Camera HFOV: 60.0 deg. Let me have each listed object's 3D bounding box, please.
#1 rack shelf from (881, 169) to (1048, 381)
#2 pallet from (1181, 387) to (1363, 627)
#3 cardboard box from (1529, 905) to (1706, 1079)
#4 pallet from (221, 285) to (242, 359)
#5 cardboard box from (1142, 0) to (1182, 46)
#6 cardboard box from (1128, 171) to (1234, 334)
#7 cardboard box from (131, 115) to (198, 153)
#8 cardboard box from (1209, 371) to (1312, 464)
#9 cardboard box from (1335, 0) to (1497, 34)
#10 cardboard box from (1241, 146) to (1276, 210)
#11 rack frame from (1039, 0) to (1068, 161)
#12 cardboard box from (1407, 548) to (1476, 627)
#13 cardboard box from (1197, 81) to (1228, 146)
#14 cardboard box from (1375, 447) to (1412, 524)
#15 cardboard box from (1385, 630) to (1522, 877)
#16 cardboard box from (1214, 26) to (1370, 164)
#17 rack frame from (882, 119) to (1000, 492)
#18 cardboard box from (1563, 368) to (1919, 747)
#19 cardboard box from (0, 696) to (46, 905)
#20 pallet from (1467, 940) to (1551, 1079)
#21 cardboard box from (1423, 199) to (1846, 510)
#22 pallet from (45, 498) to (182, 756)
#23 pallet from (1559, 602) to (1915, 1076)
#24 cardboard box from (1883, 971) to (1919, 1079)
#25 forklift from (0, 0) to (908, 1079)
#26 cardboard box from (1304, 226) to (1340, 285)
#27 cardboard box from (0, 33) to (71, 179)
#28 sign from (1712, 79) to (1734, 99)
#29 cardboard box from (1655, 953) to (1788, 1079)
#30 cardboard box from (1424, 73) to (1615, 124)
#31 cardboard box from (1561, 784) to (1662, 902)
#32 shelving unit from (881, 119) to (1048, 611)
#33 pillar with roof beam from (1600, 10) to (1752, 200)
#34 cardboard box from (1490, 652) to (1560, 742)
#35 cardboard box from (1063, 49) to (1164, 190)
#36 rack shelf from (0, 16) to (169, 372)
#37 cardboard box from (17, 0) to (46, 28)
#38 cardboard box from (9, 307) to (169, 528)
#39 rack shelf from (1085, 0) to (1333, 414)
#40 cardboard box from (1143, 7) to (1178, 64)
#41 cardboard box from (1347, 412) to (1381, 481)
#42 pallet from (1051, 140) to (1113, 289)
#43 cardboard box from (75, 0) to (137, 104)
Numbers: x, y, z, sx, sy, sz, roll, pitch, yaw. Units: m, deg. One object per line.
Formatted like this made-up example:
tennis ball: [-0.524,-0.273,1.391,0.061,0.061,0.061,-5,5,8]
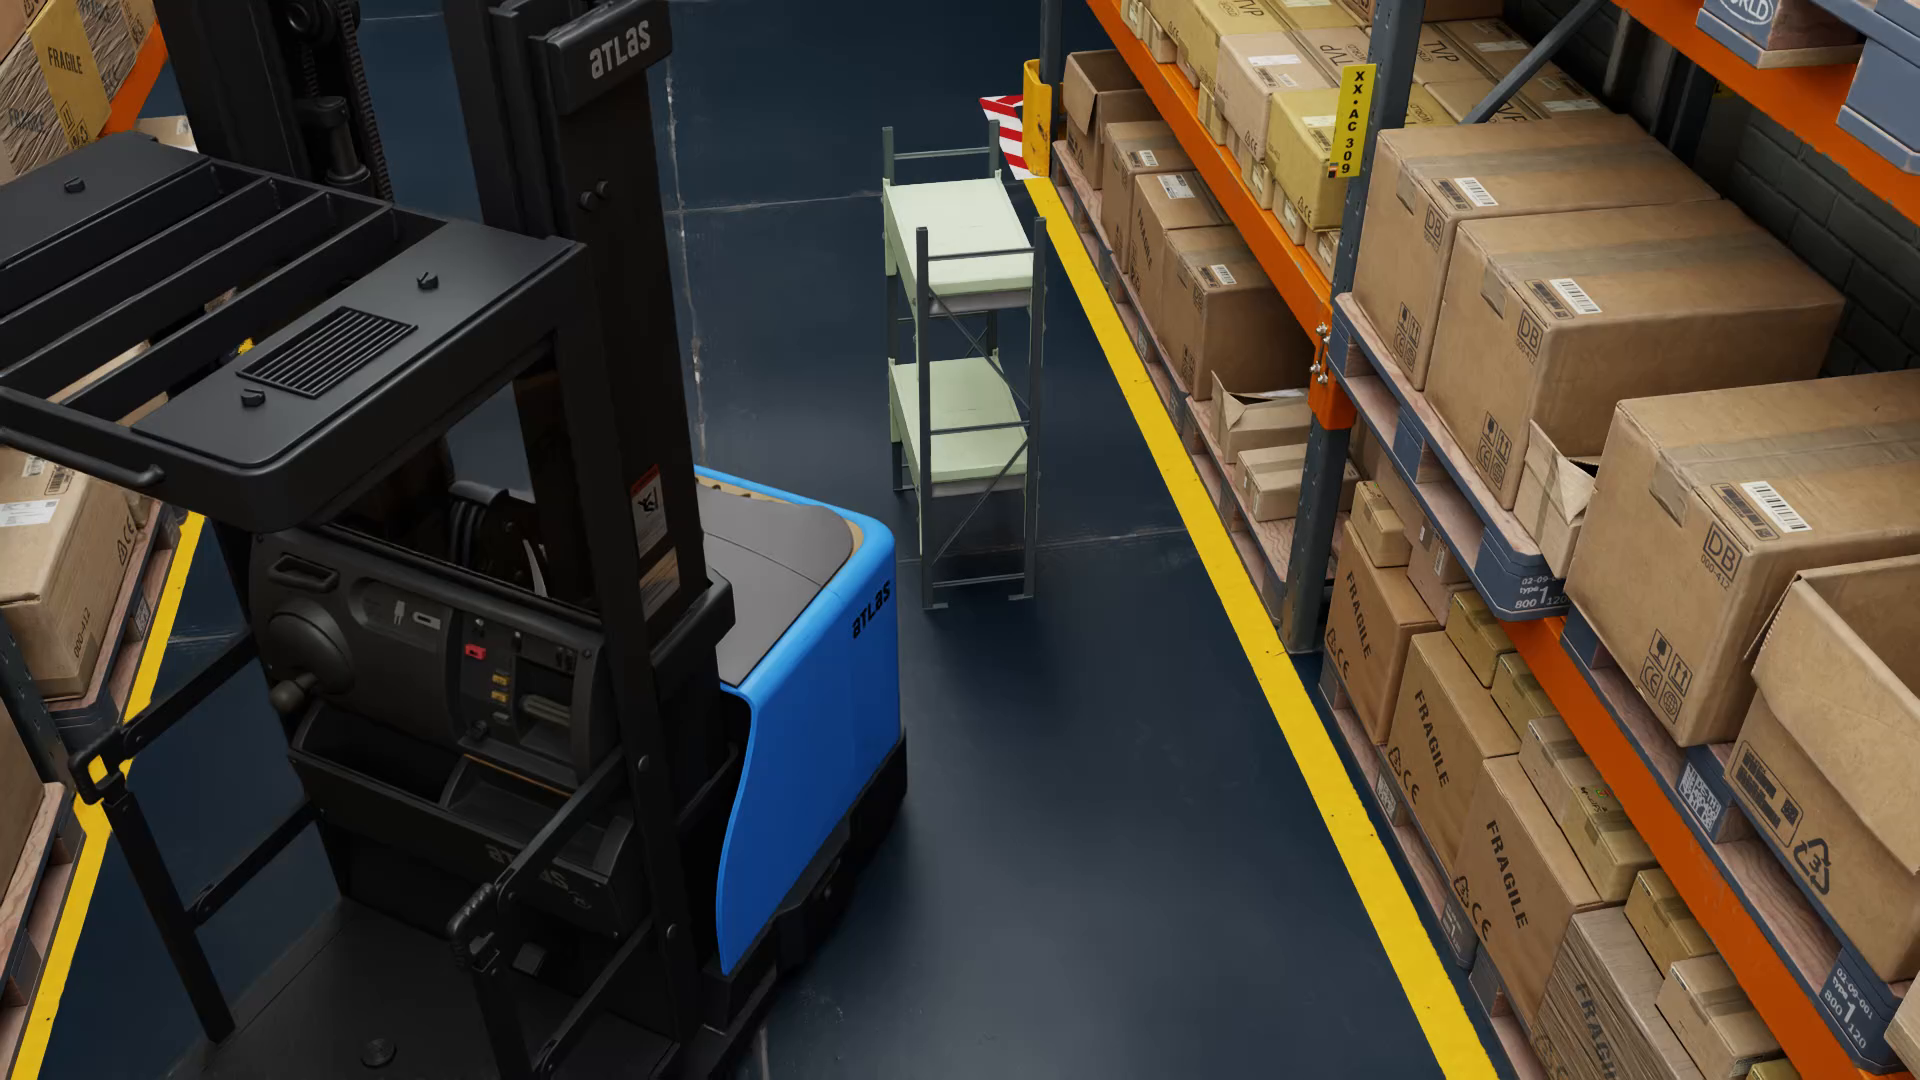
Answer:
rack shelf: [0.001,-0.896,5.545,0.431,0.370,0.720,-6,38,-8]
pallet: [1.495,-0.186,6.318,1.003,0.211,1.213,-6,38,-8]
cardboard box: [1.749,1.201,3.954,0.500,0.500,0.500,-8,38,-10]
pallet: [-3.756,-1.177,7.593,1.003,0.211,1.213,-6,38,-8]
cardboard box: [1.019,-2.127,6.423,0.500,0.250,0.500,-7,38,-9]
cardboard box: [1.033,-1.237,7.093,0.500,0.500,0.500,-6,38,-7]
cardboard box: [-3.759,-1.519,7.506,0.875,0.438,0.875,-7,38,-9]
cardboard box: [1.165,-0.480,6.308,0.396,0.266,0.258,-5,38,-6]
cardboard box: [1.610,-1.873,6.096,0.500,0.250,0.500,-5,38,-7]
cardboard box: [1.174,-1.248,5.617,0.380,0.149,0.250,-5,38,-7]
rack frame: [0.913,-3.289,8.038,1.000,3.000,0.127,-6,38,-8]
cardboard box: [1.540,0.097,4.847,0.380,0.149,0.250,-7,38,-9]
cardboard box: [1.082,-1.561,6.019,0.380,0.149,0.250,-7,38,-9]
cardboard box: [1.475,-0.186,4.969,0.380,0.149,0.250,-7,38,-9]
cardboard box: [1.581,0.585,4.747,0.500,0.500,0.500,-7,38,-9]
cardboard box: [1.183,-1.513,5.633,0.500,0.250,0.500,-6,38,-8]
rack frame: [-0.063,-0.809,6.069,0.400,1.500,0.023,-6,38,-8]
cardboard box: [1.708,0.025,3.349,0.700,0.500,0.500,-6,38,-8]
cardboard box: [-3.084,0.702,4.290,0.875,0.875,0.875,-5,38,-7]
pallet: [2.012,1.454,4.206,1.003,0.211,1.213,-6,38,-8]
cardboard box: [1.570,-0.449,3.959,0.700,0.500,0.500,-6,38,-7]
pallet: [-3.328,0.297,5.696,1.003,0.211,1.213,-6,38,-8]
pallet: [1.970,0.445,3.389,1.003,0.211,1.213,-6,38,-8]
cardboard box: [1.812,0.834,2.511,0.500,0.250,0.500,-8,39,-10]
forklift: [-1.258,0.328,3.438,1.130,2.935,3.031,16,41,20]
cardboard box: [1.310,-0.939,5.219,0.380,0.149,0.250,-6,38,-7]
cardboard box: [-3.261,-1.293,5.388,0.500,0.500,0.500,-6,38,-8]
sign: [2.160,-1.392,4.653,0.100,0.325,0.005,-6,38,-8]
cardboard box: [1.775,1.033,3.641,0.380,0.149,0.250,-8,39,-10]
cardboard box: [1.794,-1.259,5.306,0.500,0.250,0.500,-7,38,-8]
cardboard box: [1.706,0.720,4.045,0.380,0.149,0.250,-5,38,-6]
shelving unit: [0.001,-0.588,5.785,0.431,1.500,0.755,-6,38,-8]
pillar with roof beam: [-1.858,-3.296,3.158,9.100,9.000,0.400,-6,38,-8]
cardboard box: [1.658,0.414,4.438,0.380,0.149,0.250,-7,38,-9]
cardboard box: [0.927,-2.089,8.187,0.797,0.503,0.637,-8,38,-10]
rack shelf: [-3.622,-1.261,6.014,1.077,0.370,4.000,-6,38,-8]
cardboard box: [-3.364,-2.006,5.491,0.500,0.500,0.500,-6,38,-8]
cardboard box: [-3.434,-0.422,6.095,0.875,0.438,0.875,-7,38,-9]
rack shelf: [1.264,-1.797,6.704,1.077,0.370,4.000,-6,38,-8]
cardboard box: [0.944,-2.021,6.612,0.380,0.149,0.250,-5,38,-7]
cardboard box: [1.731,-0.401,6.171,0.500,0.311,0.500,-5,38,-6]
pallet: [1.067,-1.660,8.215,1.003,0.211,1.213,-6,38,-8]
cardboard box: [-3.455,-1.915,6.188,0.500,0.500,0.500,-5,38,-7]
